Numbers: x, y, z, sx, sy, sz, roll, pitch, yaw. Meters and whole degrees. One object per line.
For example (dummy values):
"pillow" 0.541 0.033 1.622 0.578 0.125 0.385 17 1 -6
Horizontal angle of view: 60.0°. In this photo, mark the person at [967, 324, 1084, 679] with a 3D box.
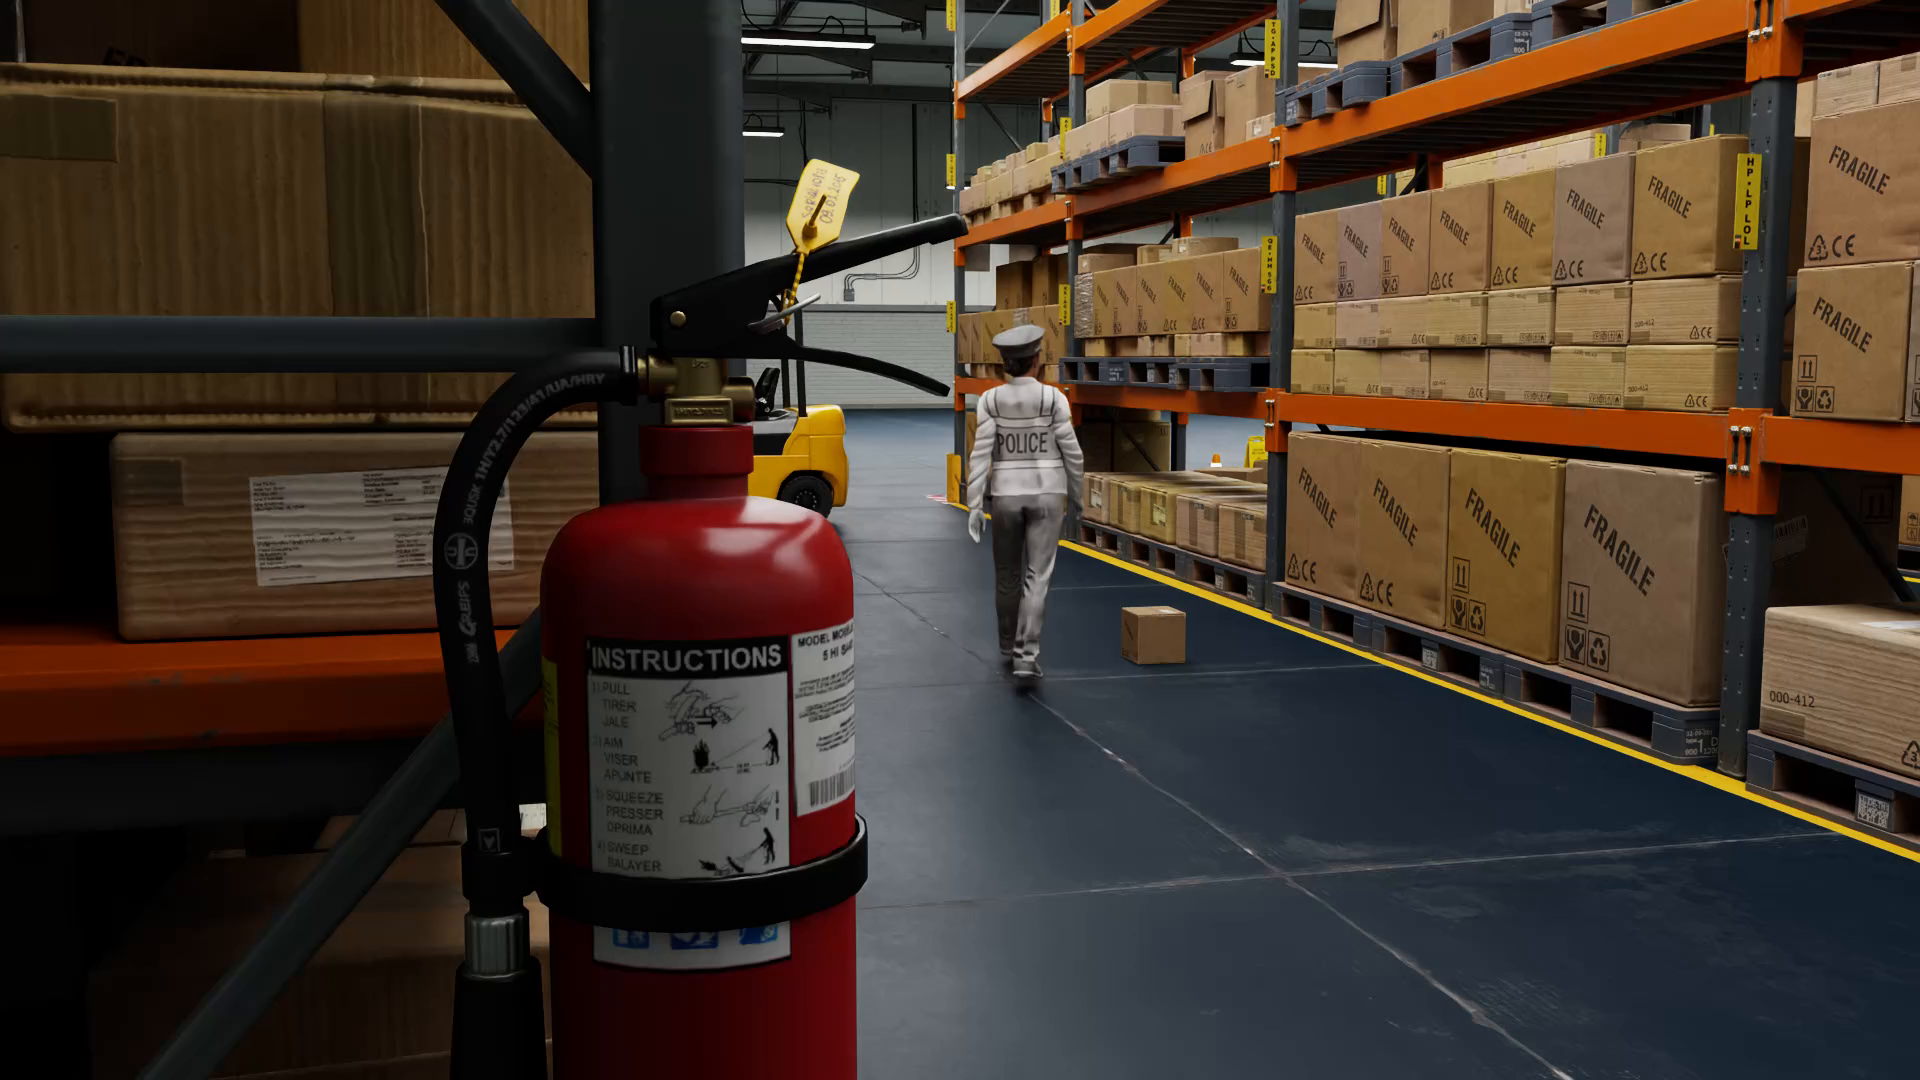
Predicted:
"person" 0.334 -0.202 7.861 0.525 1.622 1.013 2 6 15
